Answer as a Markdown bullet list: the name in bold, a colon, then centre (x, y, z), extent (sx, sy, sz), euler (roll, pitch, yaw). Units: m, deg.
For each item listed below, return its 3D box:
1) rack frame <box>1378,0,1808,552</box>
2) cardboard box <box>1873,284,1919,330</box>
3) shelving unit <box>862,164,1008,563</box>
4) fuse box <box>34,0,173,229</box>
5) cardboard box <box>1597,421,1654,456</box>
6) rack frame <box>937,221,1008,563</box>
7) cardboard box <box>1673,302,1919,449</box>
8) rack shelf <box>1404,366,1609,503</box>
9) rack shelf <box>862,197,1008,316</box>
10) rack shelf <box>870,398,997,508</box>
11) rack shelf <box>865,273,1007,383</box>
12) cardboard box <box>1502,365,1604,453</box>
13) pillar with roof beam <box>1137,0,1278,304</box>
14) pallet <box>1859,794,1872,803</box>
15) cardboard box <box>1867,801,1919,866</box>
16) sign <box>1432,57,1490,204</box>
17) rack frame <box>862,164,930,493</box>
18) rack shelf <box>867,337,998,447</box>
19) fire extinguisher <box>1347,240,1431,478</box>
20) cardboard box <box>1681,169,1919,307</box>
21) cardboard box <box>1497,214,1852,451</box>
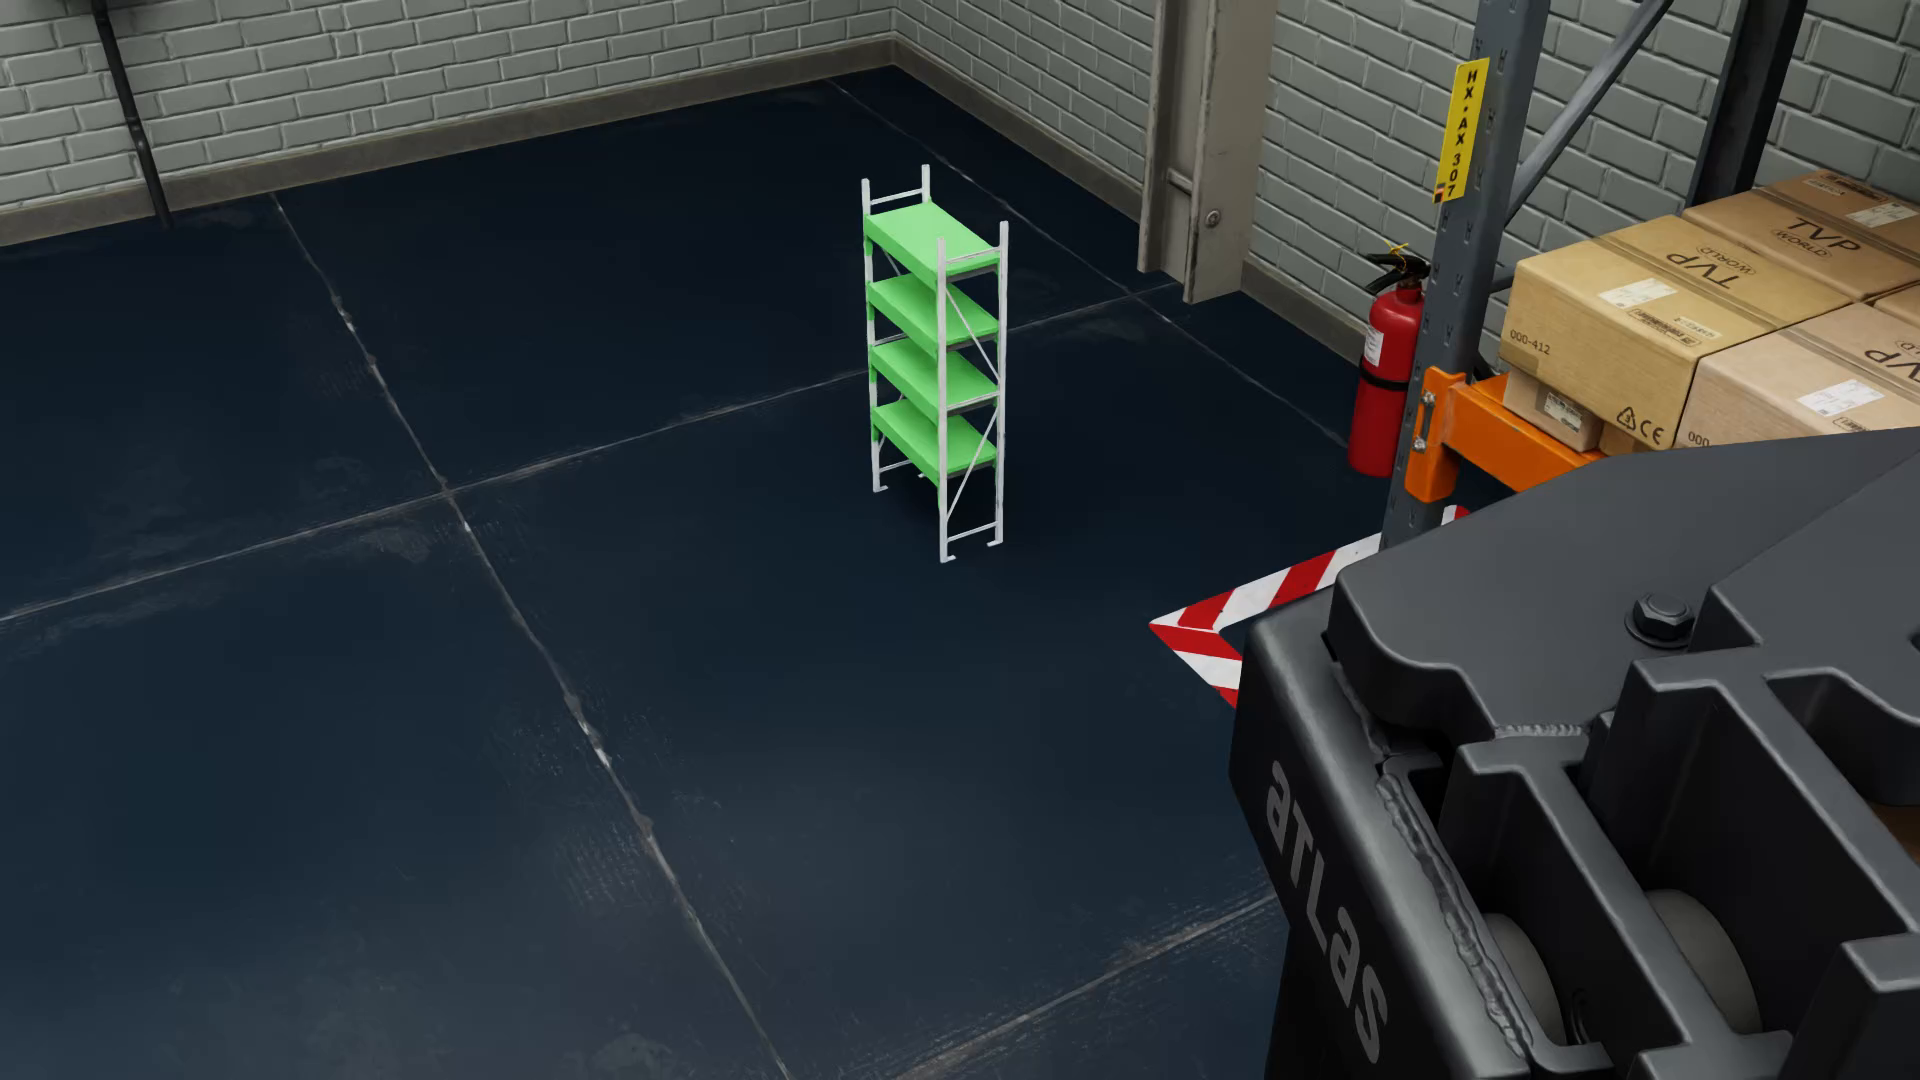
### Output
- **rack frame**: centre (1.593, -0.725, 4.199), extent (1.000, 3.000, 0.127), euler (-19, 40, -24)
- **cardboard box**: centre (2.311, -0.365, 3.581), extent (0.500, 0.250, 0.500), euler (-19, 40, -24)
- **shelving unit**: centre (-0.083, -0.569, 5.512), extent (0.258, 1.200, 0.503), euler (-19, 40, -24)
- **fuse box**: centre (-3.661, -2.148, 7.241), extent (0.539, 1.711, 0.414), euler (-19, 40, -24)
- **cardboard box**: centre (1.688, -0.258, 3.773), extent (0.380, 0.149, 0.250), euler (-18, 40, -23)
- **rack frame**: centre (0.039, -0.445, 5.341), extent (0.240, 1.200, 0.015), euler (-19, 40, -24)
- **cardboard box**: centre (1.841, -0.216, 3.377), extent (0.500, 0.250, 0.500), euler (-18, 40, -23)
- **rack shelf**: centre (2.597, 0.586, 3.015), extent (1.077, 0.370, 4.000), euler (-19, 40, -24)
- **rack shelf**: centre (-0.083, -0.905, 5.266), extent (0.258, 0.148, 0.480), euler (-19, 40, -24)
- **rack shelf**: centre (-0.083, -0.324, 5.691), extent (0.258, 0.148, 0.480), euler (-19, 40, -24)
- **rack shelf**: centre (-0.083, -0.711, 5.408), extent (0.258, 0.148, 0.480), euler (-19, 40, -24)
- **cardboard box**: centre (1.520, -0.374, 3.932), extent (0.380, 0.149, 0.250), euler (-19, 40, -24)
- **pillar with roof beam**: centre (-2.705, -3.514, 2.931), extent (9.100, 9.000, 0.400), euler (-19, 40, -24)
- **pallet**: centre (2.032, 0.847, 4.412), extent (1.003, 0.211, 1.213), euler (-19, 40, -24)
- **cardboard box**: centre (2.214, 0.903, 3.734), extent (0.700, 0.500, 0.500), euler (-17, 40, -22)
- **sign**: centre (1.123, -0.913, 3.723), extent (0.100, 0.325, 0.005), euler (-19, 40, -24)
- **rack frame**: centre (-0.206, -0.693, 5.682), extent (0.240, 1.200, 0.015), euler (-19, 40, -24)
- **rack shelf**: centre (-0.083, -0.517, 5.549), extent (0.258, 0.148, 0.480), euler (-19, 40, -24)
- **fire extinguisher**: centre (1.119, -0.481, 4.247), extent (0.296, 0.674, 0.183), euler (-19, 40, -24)
- **cardboard box**: centre (2.053, -0.628, 3.942), extent (0.500, 0.250, 0.500), euler (-18, 40, -23)
- **cardboard box**: centre (1.588, -0.473, 3.729), extent (0.500, 0.250, 0.500), euler (-19, 40, -24)
